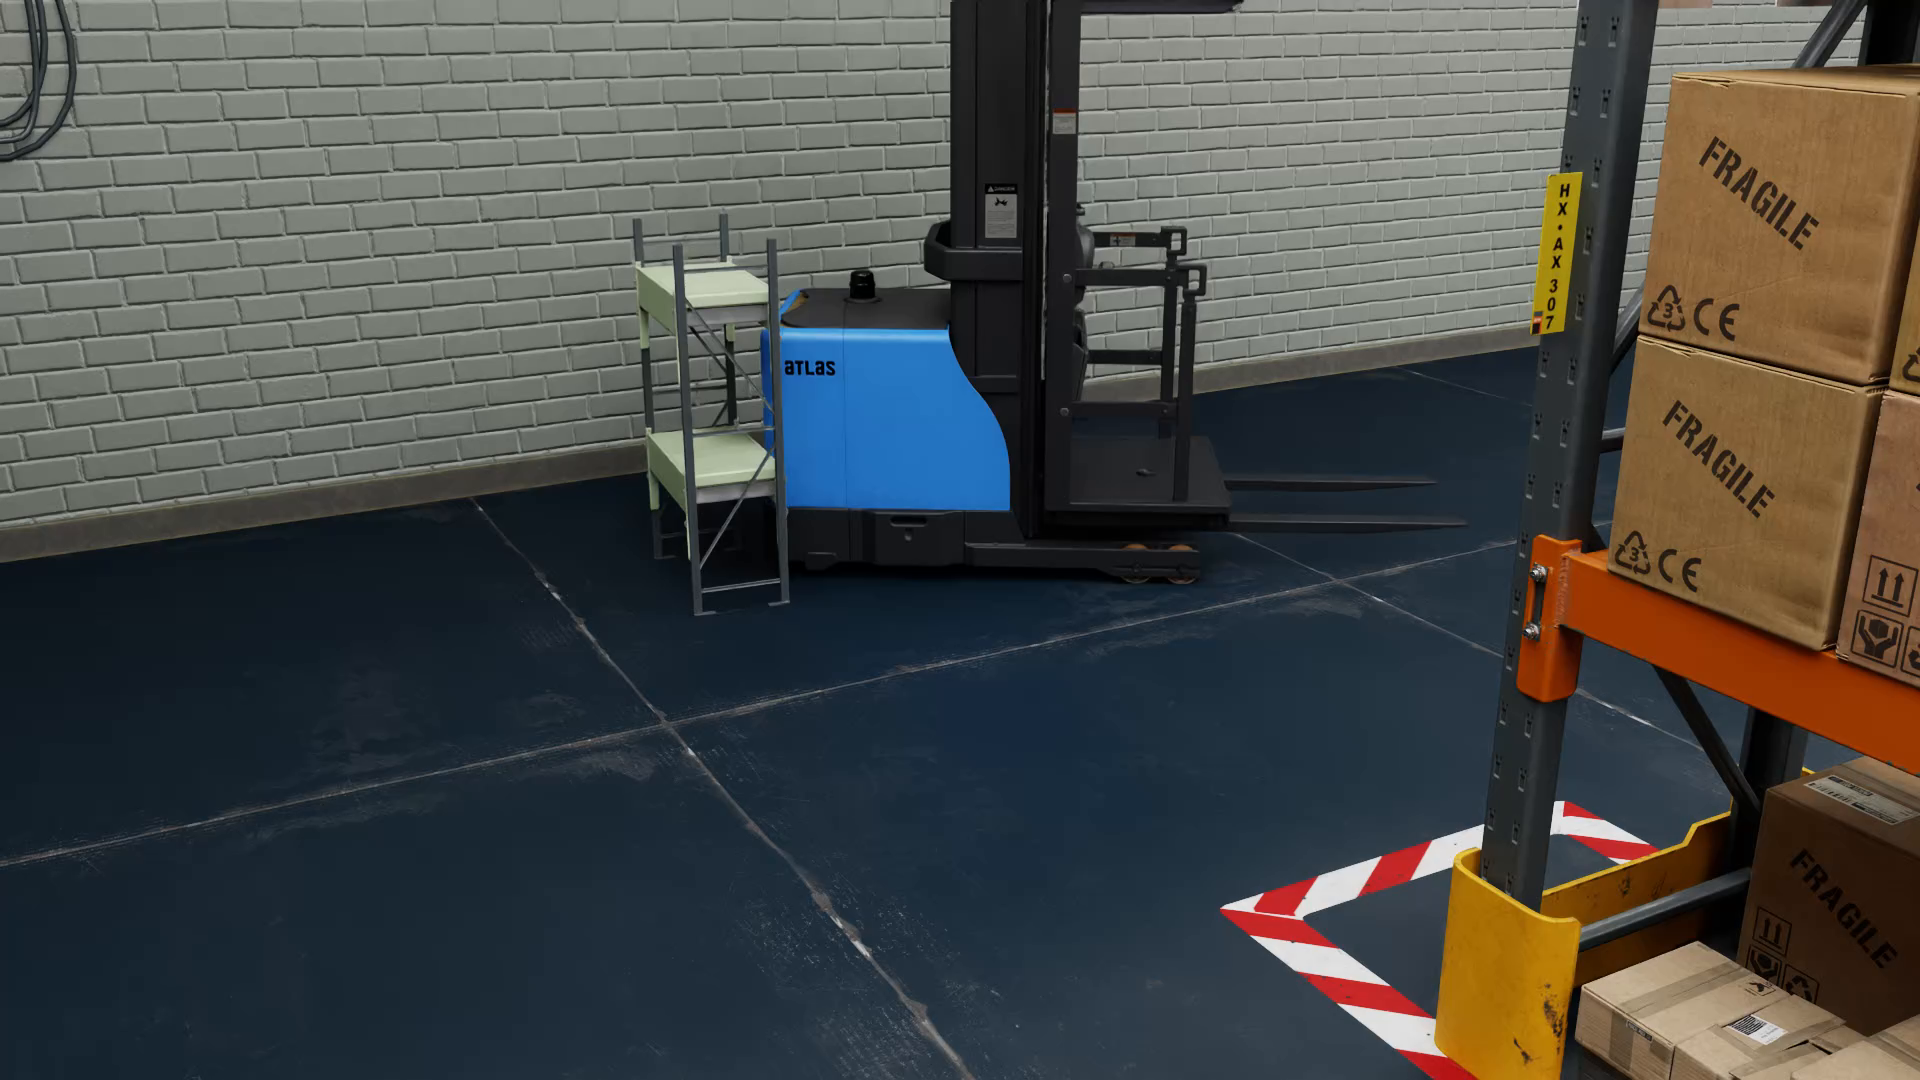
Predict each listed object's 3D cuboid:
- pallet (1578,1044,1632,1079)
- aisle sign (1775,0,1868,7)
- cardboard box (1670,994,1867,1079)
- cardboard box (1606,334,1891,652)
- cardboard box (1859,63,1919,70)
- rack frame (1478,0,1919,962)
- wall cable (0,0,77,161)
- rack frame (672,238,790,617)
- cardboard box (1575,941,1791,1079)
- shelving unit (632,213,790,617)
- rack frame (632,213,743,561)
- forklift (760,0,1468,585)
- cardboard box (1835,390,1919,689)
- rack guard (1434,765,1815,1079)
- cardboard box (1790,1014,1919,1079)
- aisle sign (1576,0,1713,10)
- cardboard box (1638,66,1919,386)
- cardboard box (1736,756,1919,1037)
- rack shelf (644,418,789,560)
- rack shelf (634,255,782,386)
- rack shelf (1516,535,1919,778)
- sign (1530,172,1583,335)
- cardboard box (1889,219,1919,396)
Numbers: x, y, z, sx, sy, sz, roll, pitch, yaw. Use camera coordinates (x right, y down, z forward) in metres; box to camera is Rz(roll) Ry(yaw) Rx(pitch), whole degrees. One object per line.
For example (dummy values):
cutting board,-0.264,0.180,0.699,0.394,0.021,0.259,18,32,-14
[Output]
pallet,2.113,1.311,3.510,1.003,0.211,1.213,-10,21,-27
aisle sign,1.934,-1.554,3.551,0.394,0.787,0.004,-10,21,-27
cardboard box,1.712,1.118,3.461,0.380,0.166,0.250,-10,21,-27
cardboard box,1.676,-0.137,3.277,0.500,0.500,0.500,-9,21,-26
cardboard box,2.150,-0.693,3.355,0.500,0.500,0.500,-10,22,-27
rack frame,1.697,-0.258,3.781,1.000,3.000,0.127,-10,21,-27
wall cable,-5.032,-2.537,5.948,3.097,2.526,0.112,-10,21,-27
rack frame,-0.893,-0.425,6.563,0.400,1.500,0.023,-8,20,-21
cardboard box,1.594,1.055,3.672,0.380,0.149,0.250,-10,21,-27
shelving unit,-1.032,-0.535,6.884,0.431,1.500,0.755,-8,20,-21
rack frame,-1.170,-0.646,7.204,0.400,1.500,0.023,-8,20,-21
forklift,0.689,-1.374,7.120,3.031,2.935,1.130,1,19,3
cardboard box,1.925,0.010,2.850,0.500,0.500,0.500,-10,22,-27
rack guard,1.733,0.945,4.125,1.175,0.500,0.348,-10,21,-27
cardboard box,1.943,1.177,3.162,0.500,0.250,0.500,-10,21,-27
aisle sign,1.406,-1.461,3.282,0.394,0.787,0.004,-10,21,-27
cardboard box,1.676,-0.610,3.114,0.500,0.500,0.500,-9,21,-25
cardboard box,2.172,0.833,3.775,0.500,0.500,0.500,-10,21,-27
rack shelf,-1.032,-0.227,6.990,0.431,0.370,0.720,-8,20,-21
rack shelf,-1.032,-0.904,6.756,0.431,0.370,0.720,-8,20,-21
rack shelf,2.647,0.656,2.234,1.077,0.370,4.000,-10,21,-27
sign,1.220,-0.583,3.396,0.100,0.325,0.005,-10,21,-27
cardboard box,1.931,-0.461,2.683,0.500,0.500,0.500,-10,21,-26
